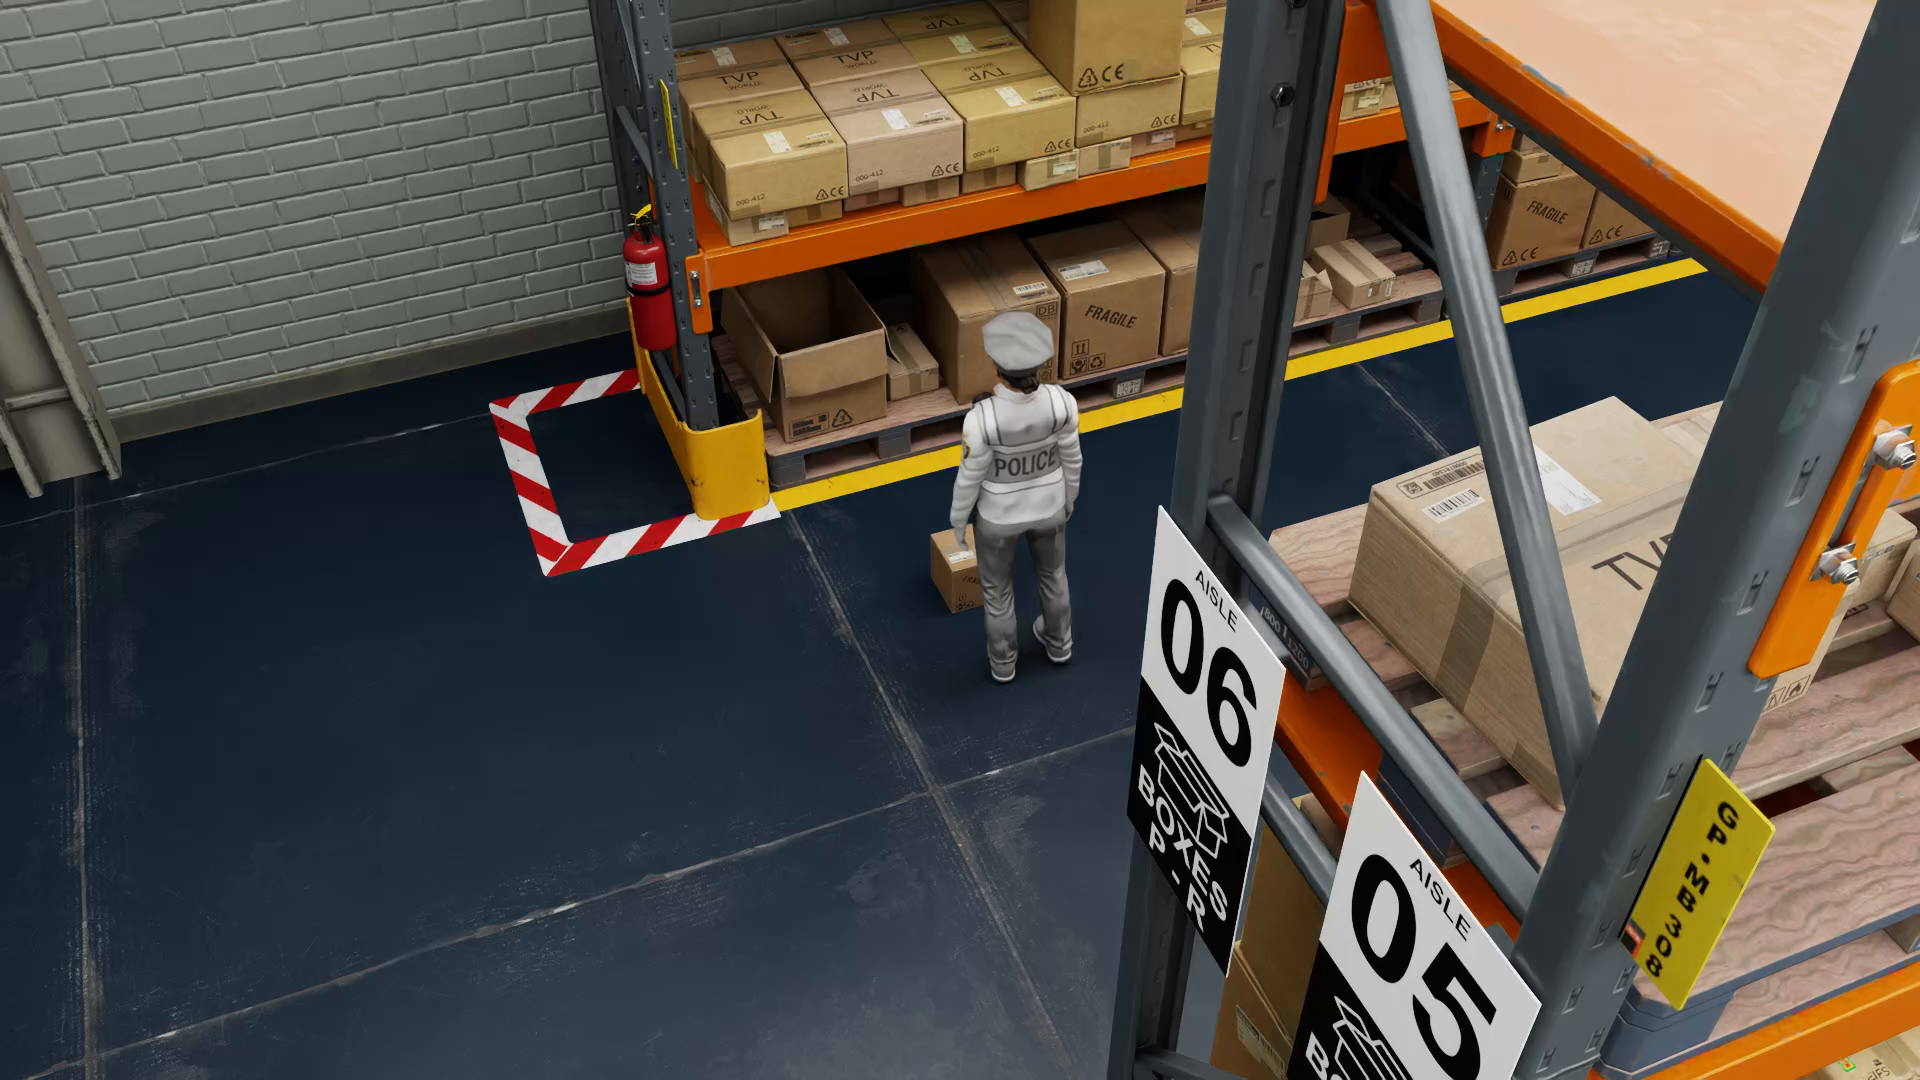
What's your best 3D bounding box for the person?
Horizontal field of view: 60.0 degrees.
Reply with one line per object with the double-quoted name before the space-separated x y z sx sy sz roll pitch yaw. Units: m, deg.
"person" 0.214 -0.133 6.283 0.510 1.688 0.363 -12 43 -13
